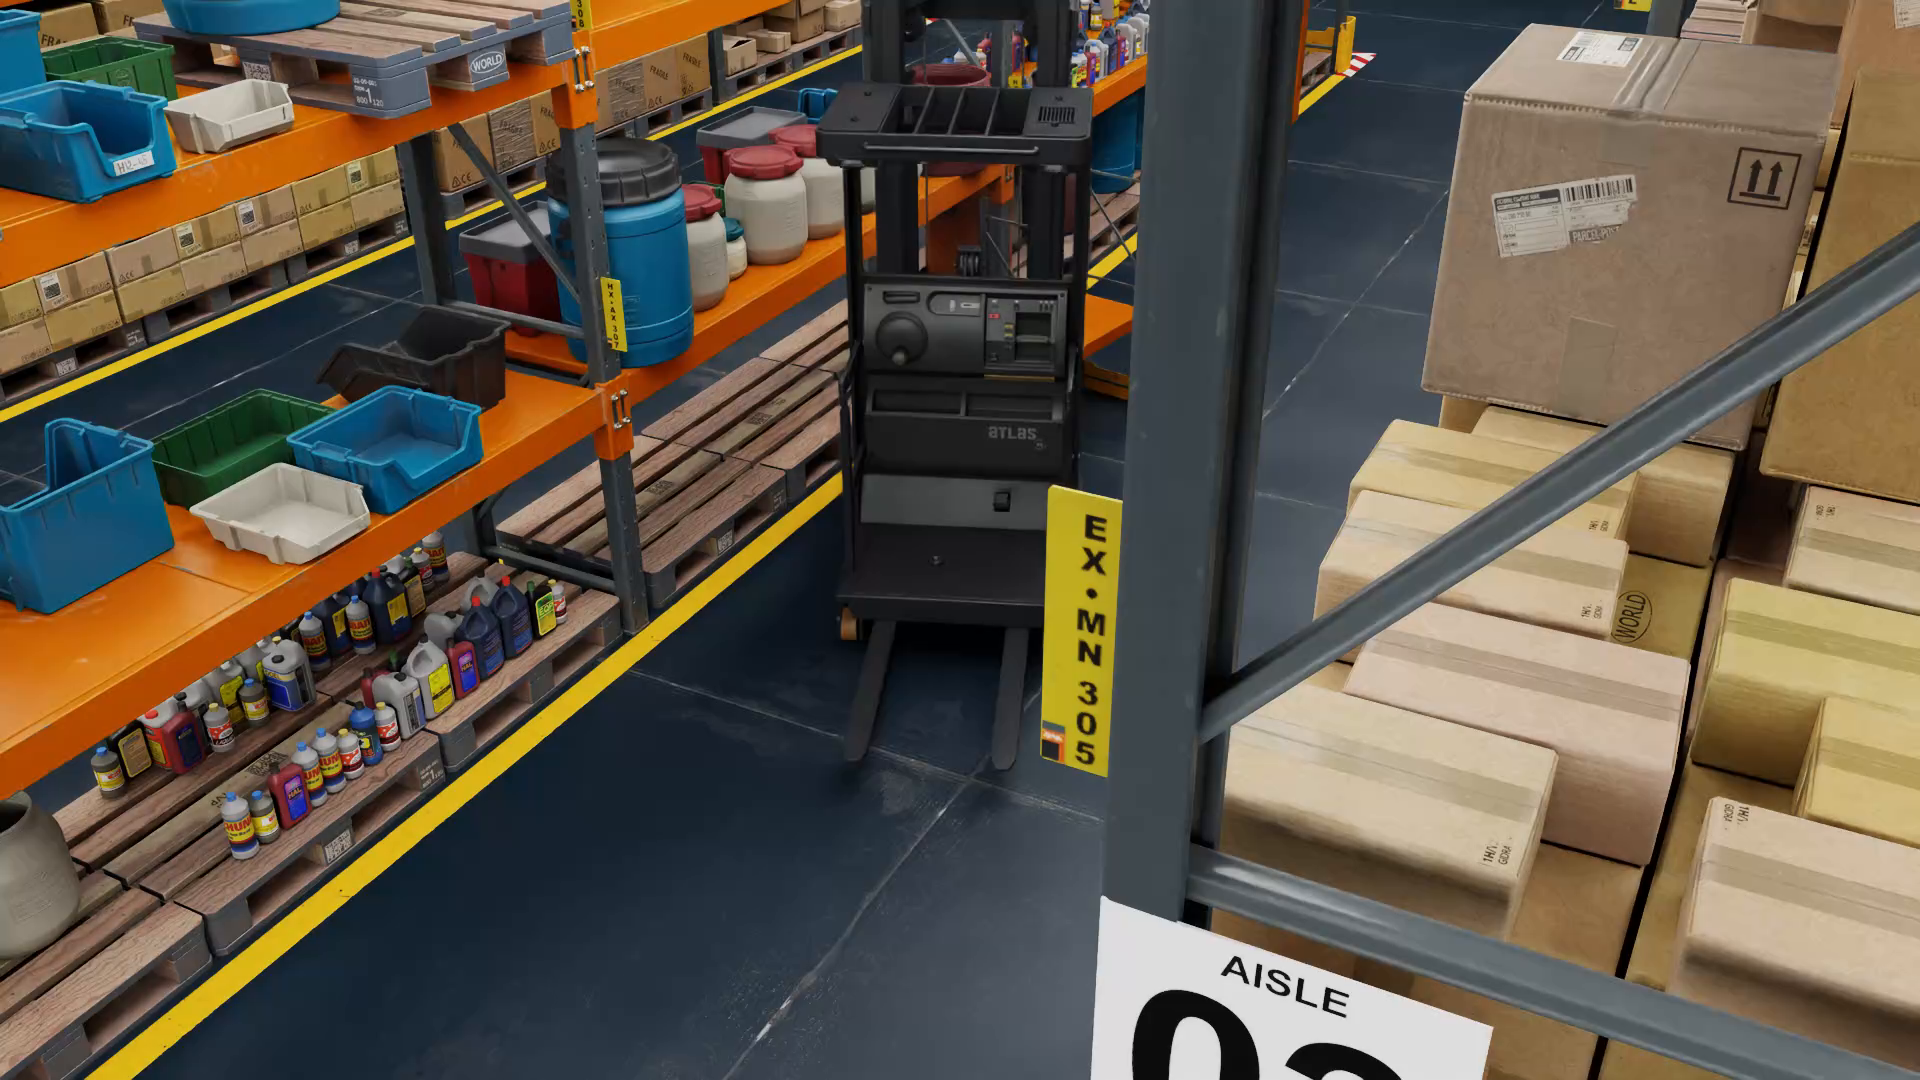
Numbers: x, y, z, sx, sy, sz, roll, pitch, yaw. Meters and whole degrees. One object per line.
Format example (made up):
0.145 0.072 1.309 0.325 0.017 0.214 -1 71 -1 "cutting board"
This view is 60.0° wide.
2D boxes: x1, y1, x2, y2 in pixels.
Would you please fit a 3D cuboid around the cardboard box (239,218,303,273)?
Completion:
-5.043 -2.126 11.780 0.500 0.250 0.500 15 33 24 "cardboard box"

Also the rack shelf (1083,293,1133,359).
0.619 -1.175 9.651 0.538 0.185 1.000 21 36 31 "rack shelf"

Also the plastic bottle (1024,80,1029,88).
0.413 -2.859 10.846 0.097 0.271 0.097 0 30 0 "plastic bottle"

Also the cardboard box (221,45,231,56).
-5.137 -3.485 11.897 0.500 0.311 0.500 14 33 23 "cardboard box"

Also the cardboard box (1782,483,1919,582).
1.458 -0.004 2.482 0.380 0.149 0.250 14 33 23 "cardboard box"

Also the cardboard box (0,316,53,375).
-5.975 -1.216 10.194 0.500 0.250 0.500 13 33 22 "cardboard box"

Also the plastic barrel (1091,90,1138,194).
1.087 -3.245 13.075 0.600 0.901 0.708 14 33 23 "plastic barrel"

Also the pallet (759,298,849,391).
-0.537 -1.207 10.641 1.003 0.211 1.213 14 33 23 "pallet"

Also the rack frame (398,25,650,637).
-1.971 -0.978 7.441 1.000 3.000 0.127 14 33 23 "rack frame"

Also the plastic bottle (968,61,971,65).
0.051 -3.306 11.695 0.097 0.201 0.097 0 30 0 "plastic bottle"

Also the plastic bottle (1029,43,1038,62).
0.558 -3.672 12.262 0.097 0.271 0.097 0 30 0 "plastic bottle"

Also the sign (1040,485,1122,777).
0.131 0.099 1.664 0.100 0.325 0.005 14 33 23 "sign"

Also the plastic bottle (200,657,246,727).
-3.073 0.598 6.914 0.144 0.351 0.185 16 33 25 "plastic bottle"

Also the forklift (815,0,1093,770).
0.005 -0.921 7.410 1.130 2.935 3.031 3 30 5 "forklift"

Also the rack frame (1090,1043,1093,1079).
0.616 1.919 2.396 1.000 3.000 0.127 14 33 23 "rack frame"

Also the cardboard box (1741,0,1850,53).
2.740 -1.568 4.931 0.797 0.503 0.637 13 32 21 "cardboard box"

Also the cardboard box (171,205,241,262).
-5.270 -2.145 11.249 0.500 0.311 0.500 15 33 25 "cardboard box"

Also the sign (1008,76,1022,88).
0.344 -2.700 10.276 0.100 0.325 0.005 14 33 23 "sign"

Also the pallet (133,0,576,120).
-2.213 -1.855 6.145 1.213 0.211 1.003 14 33 23 "pallet"

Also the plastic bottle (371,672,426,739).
-2.320 0.663 6.877 0.152 0.276 0.135 15 33 24 "plastic bottle"

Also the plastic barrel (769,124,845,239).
-0.809 -1.928 8.959 0.433 0.535 0.433 0 30 0 "plastic barrel"

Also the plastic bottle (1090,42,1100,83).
0.939 -3.371 11.737 0.097 0.271 0.097 0 30 0 "plastic bottle"

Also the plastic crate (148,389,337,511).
-2.841 -0.348 6.557 0.450 0.188 0.662 14 33 23 "plastic crate"

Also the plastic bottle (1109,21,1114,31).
1.098 -3.693 12.297 0.097 0.271 0.097 0 30 0 "plastic bottle"

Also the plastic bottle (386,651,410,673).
-2.346 0.576 7.020 0.061 0.283 0.133 14 33 23 "plastic bottle"

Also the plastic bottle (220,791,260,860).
-2.690 1.055 6.199 0.097 0.271 0.097 0 30 0 "plastic bottle"

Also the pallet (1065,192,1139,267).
0.730 -2.440 12.787 1.003 0.211 1.213 14 33 23 "pallet"

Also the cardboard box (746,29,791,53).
-1.966 -5.135 17.083 0.380 0.166 0.250 14 33 23 "cardboard box"

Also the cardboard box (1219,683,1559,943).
0.464 0.316 1.925 0.380 0.149 0.250 14 33 23 "cardboard box"

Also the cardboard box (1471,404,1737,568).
1.031 -0.117 2.679 0.380 0.149 0.250 15 33 24 "cardboard box"

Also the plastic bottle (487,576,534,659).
-2.008 0.331 7.380 0.144 0.351 0.185 13 32 22 "plastic bottle"

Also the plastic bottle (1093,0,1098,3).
1.065 -4.349 13.428 0.061 0.283 0.133 14 33 23 "plastic bottle"

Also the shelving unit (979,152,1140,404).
0.624 -1.334 9.567 0.587 1.500 1.083 21 36 31 "shelving unit"

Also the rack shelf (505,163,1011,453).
-1.060 -1.553 9.164 1.077 0.370 4.000 14 33 23 "rack shelf"

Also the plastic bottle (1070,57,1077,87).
0.753 -3.176 11.385 0.061 0.283 0.133 14 33 23 "plastic bottle"

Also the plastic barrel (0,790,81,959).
-3.334 1.161 5.793 0.421 0.512 0.421 0 30 0 "plastic barrel"

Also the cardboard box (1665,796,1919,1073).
0.947 0.441 1.709 0.380 0.149 0.250 14 33 23 "cardboard box"

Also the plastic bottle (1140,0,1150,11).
1.417 -4.054 12.847 0.144 0.351 0.185 14 33 23 "plastic bottle"

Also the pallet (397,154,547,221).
-4.183 -2.990 13.744 1.003 0.211 1.213 14 33 23 "pallet"

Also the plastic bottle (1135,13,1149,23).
1.385 -3.837 12.544 0.152 0.276 0.135 14 33 23 "plastic bottle"

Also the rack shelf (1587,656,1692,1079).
1.527 0.043 3.372 1.077 0.370 4.000 14 33 23 "rack shelf"

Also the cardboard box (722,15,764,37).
-2.386 -5.324 17.267 0.500 0.311 0.500 14 33 23 "cardboard box"

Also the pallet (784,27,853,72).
-1.867 -5.288 17.746 1.003 0.211 1.213 14 33 23 "pallet"

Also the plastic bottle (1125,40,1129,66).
1.190 -3.585 12.180 0.097 0.201 0.097 0 30 0 "plastic bottle"

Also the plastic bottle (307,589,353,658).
-2.795 0.327 7.386 0.144 0.351 0.185 13 32 21 "plastic bottle"

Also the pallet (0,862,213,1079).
-3.426 1.601 5.750 1.003 0.211 1.213 14 33 23 "pallet"

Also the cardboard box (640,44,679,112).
-2.937 -4.256 15.217 0.500 0.500 0.500 14 33 23 "cardboard box"

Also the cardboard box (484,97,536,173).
-3.862 -3.354 13.646 0.500 0.500 0.500 13 32 22 "cardboard box"

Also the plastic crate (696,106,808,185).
-1.158 -2.132 9.386 0.402 0.464 0.583 14 33 23 "plastic crate"

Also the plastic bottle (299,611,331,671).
-2.828 0.435 7.278 0.097 0.271 0.097 0 30 0 "plastic bottle"

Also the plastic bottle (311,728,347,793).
-2.489 0.858 6.541 0.097 0.271 0.097 0 30 0 "plastic bottle"

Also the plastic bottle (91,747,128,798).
-3.347 0.904 6.531 0.097 0.201 0.097 0 30 0 "plastic bottle"

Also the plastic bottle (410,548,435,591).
-2.553 0.132 7.877 0.097 0.201 0.097 0 30 0 "plastic bottle"

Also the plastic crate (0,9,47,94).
-3.193 -1.412 5.201 0.392 0.384 0.575 14 33 23 "plastic crate"

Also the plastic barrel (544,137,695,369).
-1.526 -1.298 7.495 0.600 0.901 0.708 14 33 23 "plastic barrel"

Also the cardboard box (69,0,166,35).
-8.112 -4.932 16.063 0.750 0.750 0.750 14 33 23 "cardboard box"

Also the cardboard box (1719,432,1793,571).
1.524 0.079 2.738 0.500 0.250 0.500 14 33 23 "cardboard box"

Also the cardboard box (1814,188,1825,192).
2.462 -0.829 4.320 0.500 0.250 0.500 16 33 25 "cardboard box"

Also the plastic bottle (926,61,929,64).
-0.240 -3.079 11.217 0.061 0.283 0.133 14 33 23 "plastic bottle"
